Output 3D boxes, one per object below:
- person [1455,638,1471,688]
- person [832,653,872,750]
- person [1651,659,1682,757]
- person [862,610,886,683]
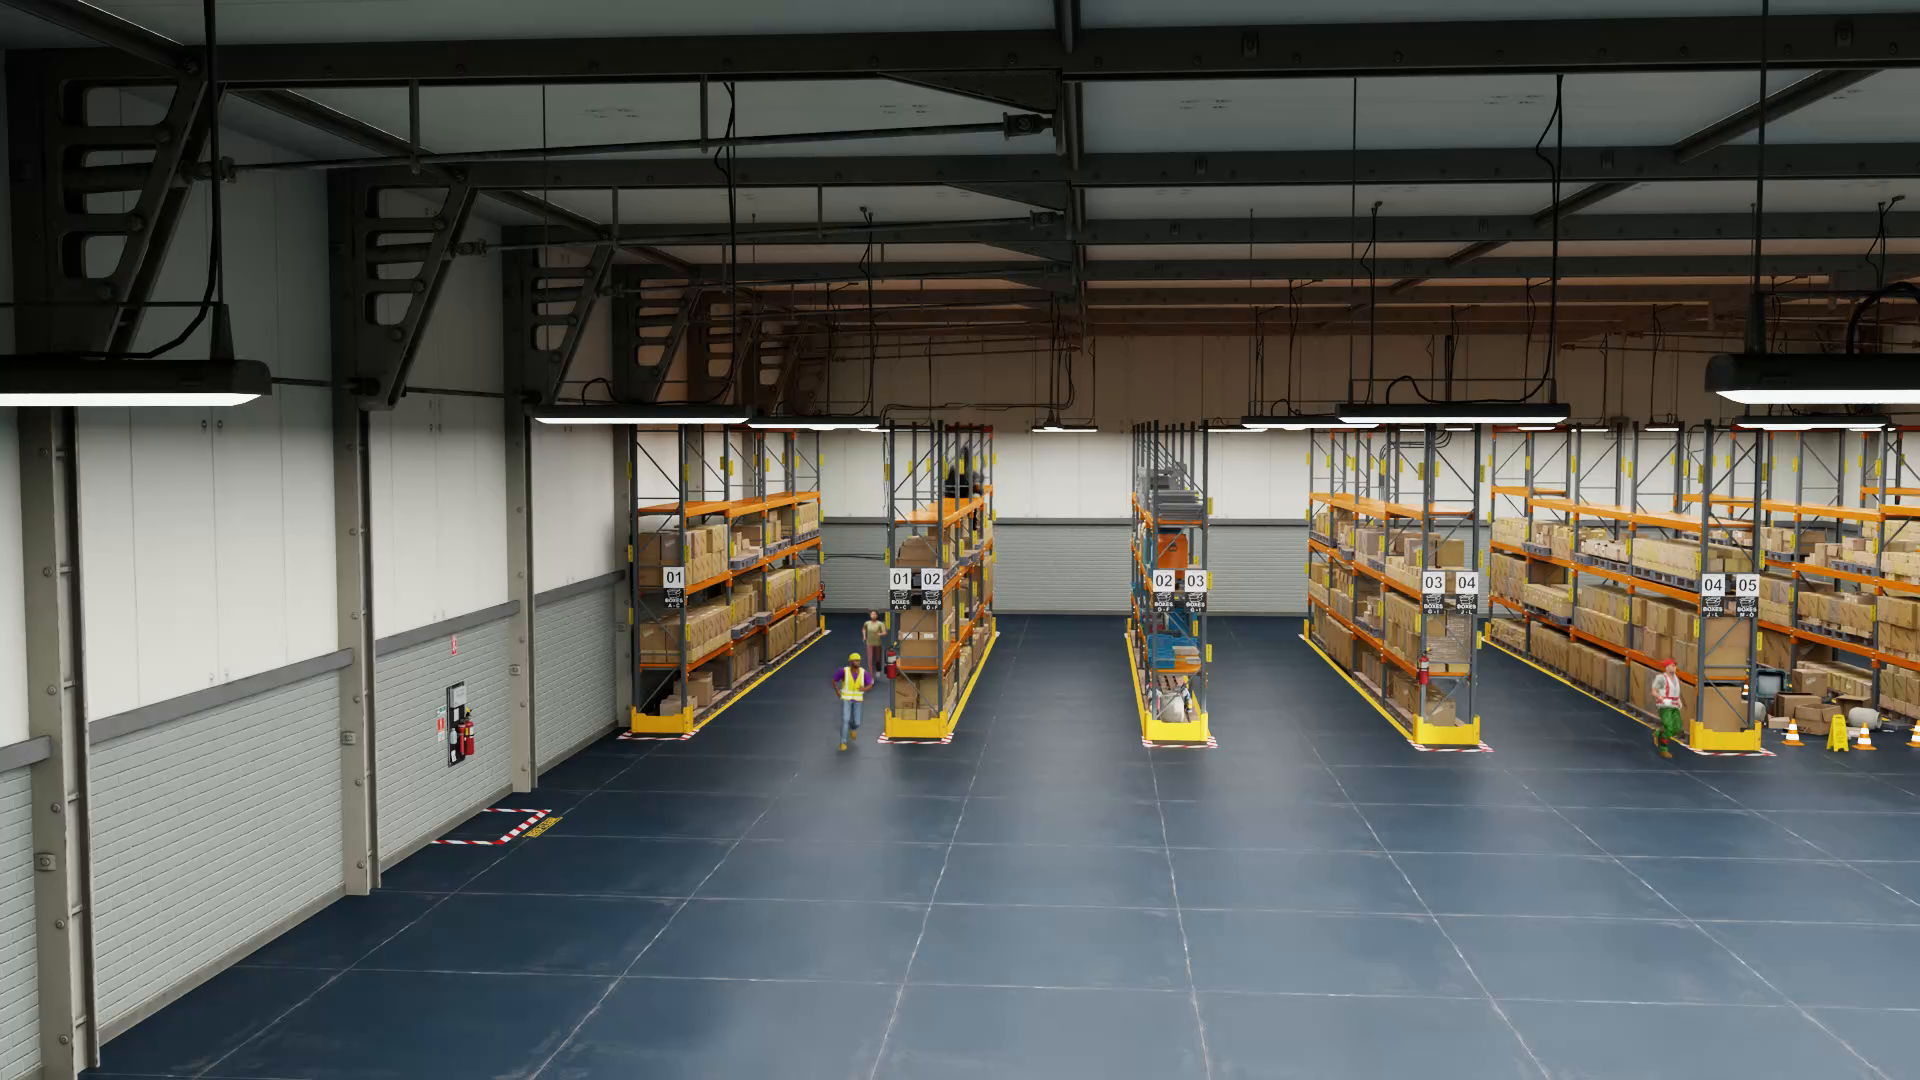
[{"bbox_3d":[11.493,2.549,37.916,0.558,1.636,0.710,0,4,0],"label":"person"},{"bbox_3d":[-1.969,2.946,30.619,0.731,1.722,0.858,-1,4,-16],"label":"person"},{"bbox_3d":[12.625,2.985,29.711,0.708,1.752,0.634,-2,4,-26],"label":"person"},{"bbox_3d":[-1.985,2.436,38.445,0.577,1.643,0.969,0,4,2],"label":"person"}]
